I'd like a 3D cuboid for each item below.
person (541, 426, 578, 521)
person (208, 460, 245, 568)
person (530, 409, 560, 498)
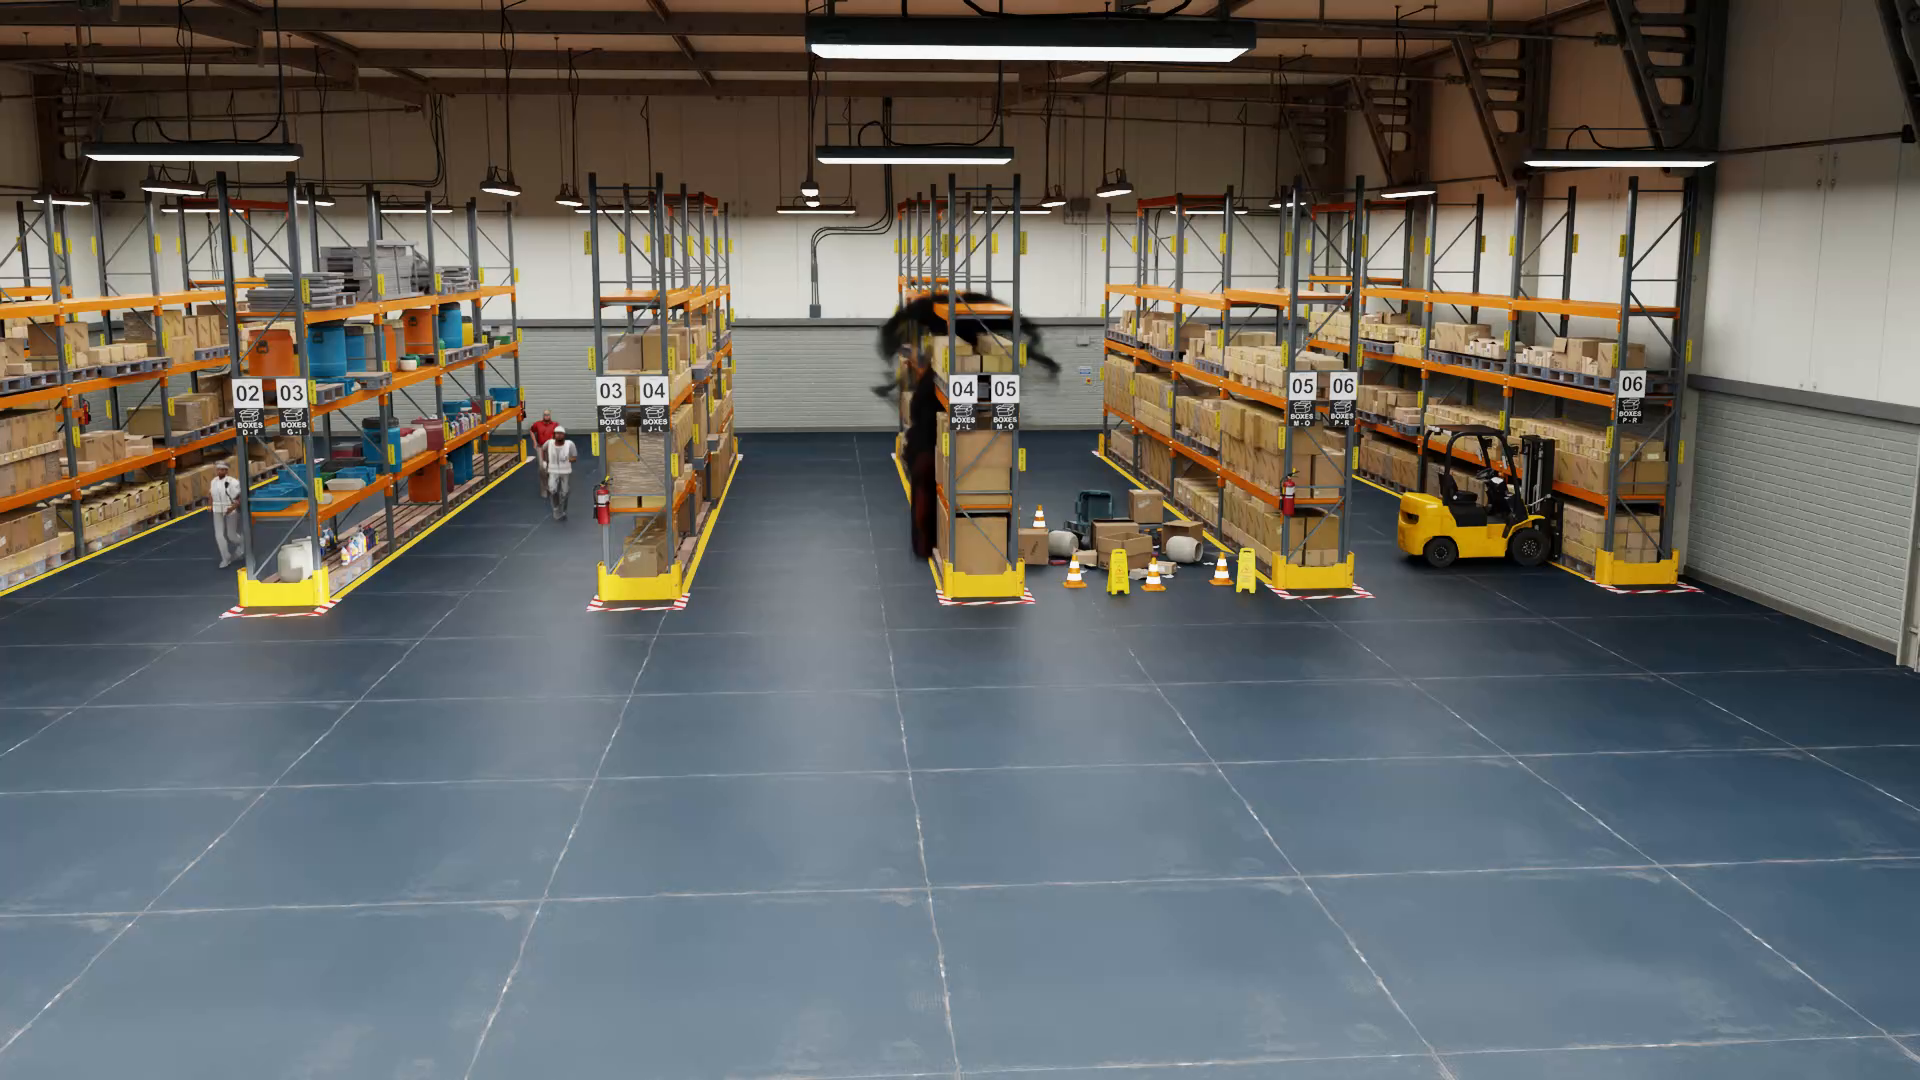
[{"bbox_3d":[-7.350,-1.227,30.548,0.662,1.744,0.766,-2,10,-10],"label":"person"},{"bbox_3d":[-11.660,-0.444,26.444,0.590,1.683,0.743,0,10,-3],"label":"person"},{"bbox_3d":[-8.367,-1.757,33.766,0.642,1.802,0.817,-3,11,-19],"label":"person"}]
